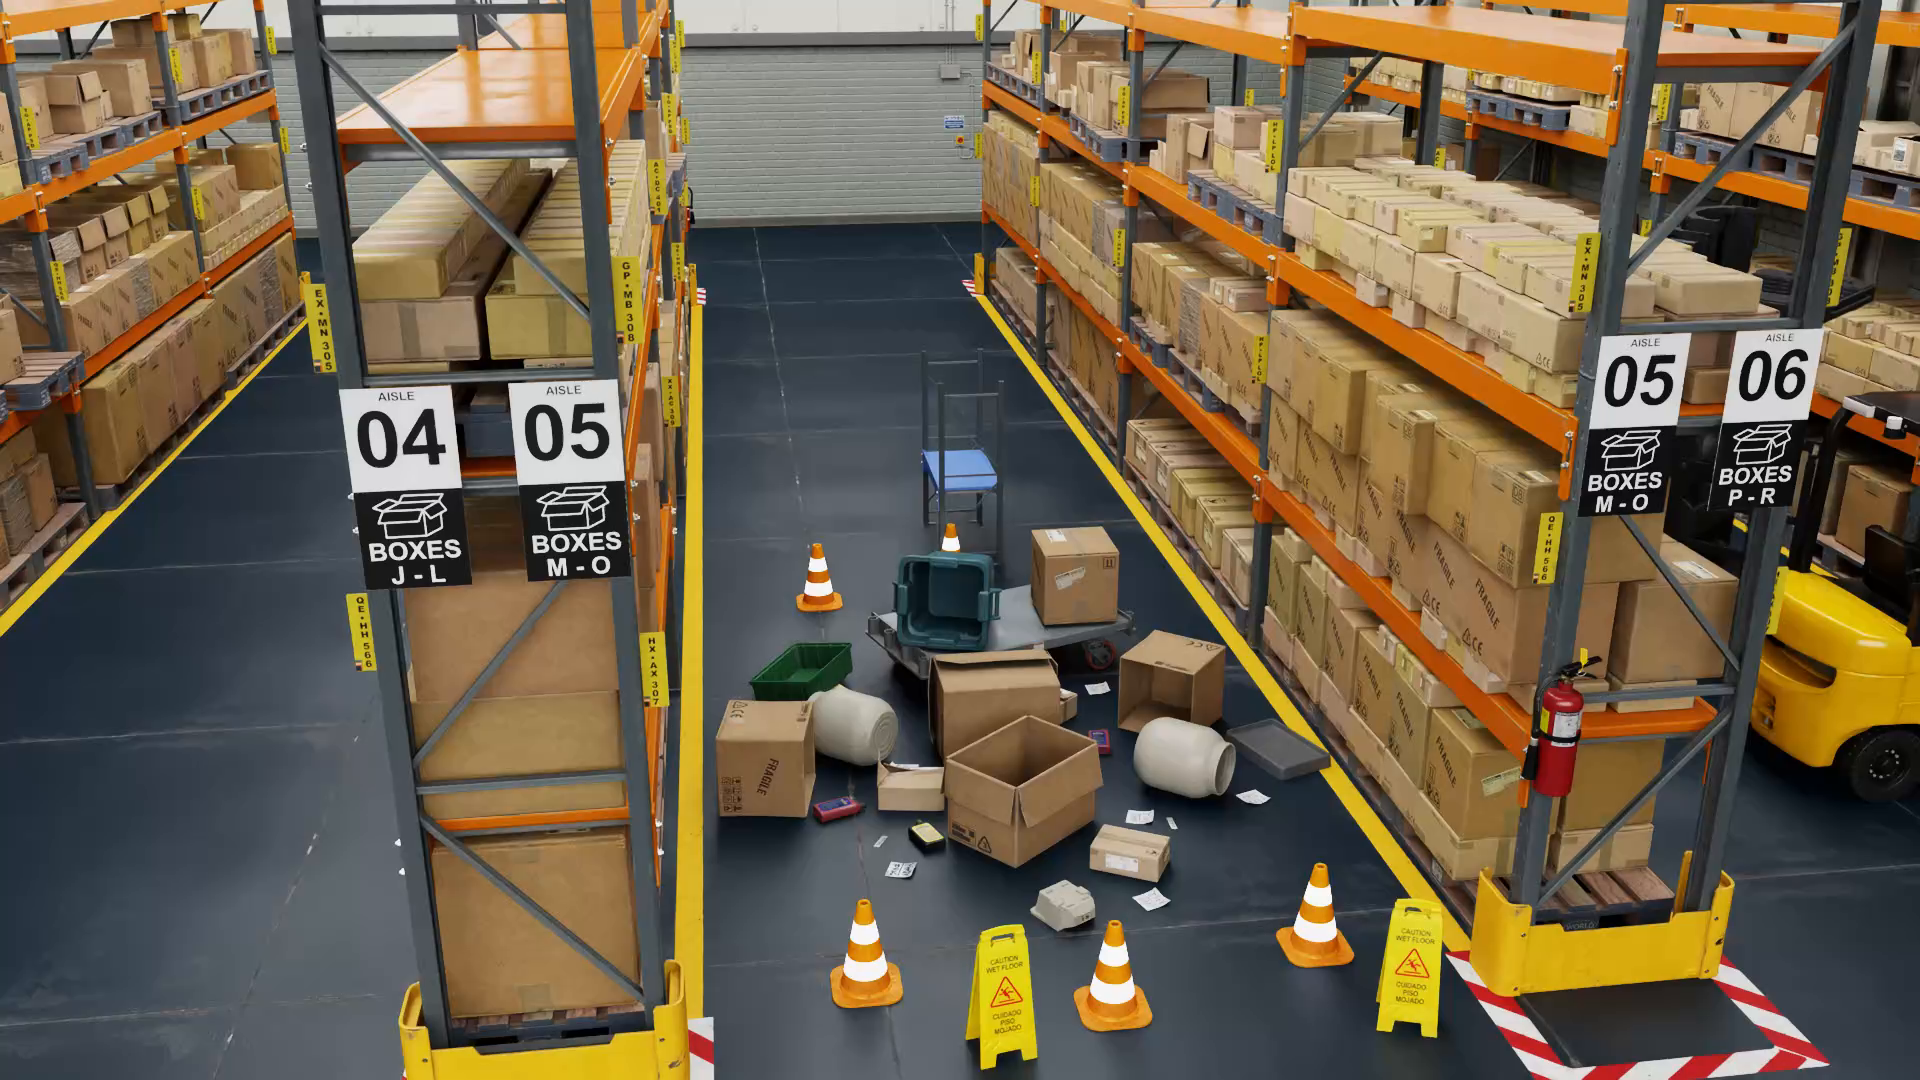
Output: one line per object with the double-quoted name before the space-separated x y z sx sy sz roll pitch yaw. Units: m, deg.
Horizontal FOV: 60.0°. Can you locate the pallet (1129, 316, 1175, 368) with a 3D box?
"pallet" 2.161 -1.733 14.342 1.213 0.211 1.003 -3 21 -8

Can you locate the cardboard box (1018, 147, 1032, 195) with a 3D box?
"cardboard box" 0.970 -4.290 19.342 0.500 0.500 0.500 -3 21 -9

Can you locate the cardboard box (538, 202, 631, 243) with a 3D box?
"cardboard box" -1.657 -1.398 7.360 0.380 0.149 0.250 -3 21 -9

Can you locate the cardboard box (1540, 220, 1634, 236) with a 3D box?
"cardboard box" 3.180 -1.531 8.460 0.380 0.149 0.250 -2 21 -6

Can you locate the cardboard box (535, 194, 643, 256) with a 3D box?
"cardboard box" -1.887 -1.606 8.489 0.500 0.250 0.500 -3 21 -8

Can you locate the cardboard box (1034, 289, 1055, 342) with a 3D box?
"cardboard box" 1.392 -2.668 19.634 0.875 0.438 0.875 -3 21 -9

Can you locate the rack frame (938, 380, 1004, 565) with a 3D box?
"rack frame" 0.086 -0.497 12.903 0.500 1.500 0.032 -3 21 -8

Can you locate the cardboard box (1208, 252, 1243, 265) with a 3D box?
"cardboard box" 2.379 -2.125 13.950 0.500 0.500 0.500 -3 21 -9

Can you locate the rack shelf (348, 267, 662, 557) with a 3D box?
"rack shelf" -2.066 -0.770 8.232 1.077 0.370 4.000 -3 21 -8

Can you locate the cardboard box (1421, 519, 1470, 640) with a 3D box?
"cardboard box" 2.687 0.172 8.400 0.500 0.500 0.500 -3 21 -8

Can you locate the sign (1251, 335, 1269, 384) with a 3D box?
"sign" 1.981 -1.192 10.966 0.100 0.325 0.005 -3 21 -8

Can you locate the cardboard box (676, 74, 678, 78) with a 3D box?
"cardboard box" -3.618 -5.391 19.791 0.500 0.250 0.500 -2 21 -5

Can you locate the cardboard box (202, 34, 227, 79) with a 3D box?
"cardboard box" -8.795 -5.475 18.914 0.700 0.500 0.500 -4 21 -11

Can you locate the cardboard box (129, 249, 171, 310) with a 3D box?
"cardboard box" -7.946 -2.495 15.967 0.500 0.500 0.500 -3 21 -8

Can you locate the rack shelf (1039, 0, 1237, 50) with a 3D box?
"rack shelf" 1.664 -5.042 15.955 1.077 0.370 4.000 -3 21 -8

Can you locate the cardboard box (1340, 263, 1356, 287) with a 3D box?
"cardboard box" 2.456 -1.584 9.741 0.380 0.149 0.250 -2 21 -6

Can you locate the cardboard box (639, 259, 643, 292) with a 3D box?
"cardboard box" -1.765 -1.287 8.204 0.380 0.149 0.250 -3 21 -8

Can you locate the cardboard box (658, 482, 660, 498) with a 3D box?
"cardboard box" -2.289 -0.337 10.118 0.875 0.550 0.550 -3 21 -8

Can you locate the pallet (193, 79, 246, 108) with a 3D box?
"pallet" -8.710 -5.018 18.704 1.003 0.211 1.213 -3 21 -8

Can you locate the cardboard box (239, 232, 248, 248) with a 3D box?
"cardboard box" -8.331 -3.399 18.889 0.380 0.149 0.250 -3 21 -7

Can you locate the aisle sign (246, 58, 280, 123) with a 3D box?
"aisle sign" -8.720 -5.592 20.685 0.394 0.787 0.004 -3 21 -8

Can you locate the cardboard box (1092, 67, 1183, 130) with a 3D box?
"cardboard box" 1.622 -4.046 15.231 0.700 0.500 0.500 -4 21 -10

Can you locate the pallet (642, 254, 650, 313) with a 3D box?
"pallet" -2.247 -1.474 9.216 1.003 0.211 1.213 -3 21 -8

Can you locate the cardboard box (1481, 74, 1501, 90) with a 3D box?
"cardboard box" 5.940 -5.017 18.190 0.380 0.149 0.250 -3 21 -7

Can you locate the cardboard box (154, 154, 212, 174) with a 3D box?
"cardboard box" -9.052 -4.222 19.451 0.500 0.500 0.500 -3 21 -9

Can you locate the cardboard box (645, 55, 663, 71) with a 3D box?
"cardboard box" -3.310 -5.033 17.547 0.380 0.149 0.250 -3 21 -9

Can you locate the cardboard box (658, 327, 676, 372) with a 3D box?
"cardboard box" -2.458 -1.338 12.868 0.500 0.500 0.500 -3 21 -9

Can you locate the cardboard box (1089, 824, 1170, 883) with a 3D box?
"cardboard box" 0.918 1.690 8.979 0.380 0.149 0.250 8 22 20

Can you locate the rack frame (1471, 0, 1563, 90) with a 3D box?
"rack frame" 6.287 -6.511 18.287 1.000 3.000 0.127 -3 21 -8

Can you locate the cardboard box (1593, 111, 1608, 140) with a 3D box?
"cardboard box" 6.477 -3.990 16.039 0.500 0.250 0.500 -3 21 -8

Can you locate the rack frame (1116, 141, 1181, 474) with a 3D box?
"rack frame" 1.953 -2.064 14.955 1.000 3.000 0.127 -3 21 -8

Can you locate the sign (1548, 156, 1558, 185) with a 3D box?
"sign" 6.836 -4.272 19.212 0.100 0.325 0.005 -3 21 -8

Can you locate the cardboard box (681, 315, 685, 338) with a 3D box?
"cardboard box" -3.089 -2.117 16.999 0.500 0.250 0.500 -2 21 -5

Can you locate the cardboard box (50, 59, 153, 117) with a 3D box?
"cardboard box" -8.337 -4.397 16.173 0.700 0.500 0.500 -2 21 -6

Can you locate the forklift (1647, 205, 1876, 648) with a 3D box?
"forklift" 5.483 -0.739 11.507 3.031 2.935 1.130 19 28 41

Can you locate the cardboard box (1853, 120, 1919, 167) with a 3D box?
"cardboard box" 6.985 -3.042 12.670 0.500 0.311 0.500 -4 21 -10

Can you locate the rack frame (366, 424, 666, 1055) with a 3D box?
"rack frame" -1.778 0.991 6.777 1.000 3.000 0.127 -3 21 -8

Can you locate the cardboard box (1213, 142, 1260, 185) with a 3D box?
"cardboard box" 2.161 -2.758 12.139 0.500 0.250 0.500 -3 21 -7

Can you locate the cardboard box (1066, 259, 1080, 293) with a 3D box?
"cardboard box" 1.375 -2.682 16.824 0.500 0.250 0.500 -3 21 -9

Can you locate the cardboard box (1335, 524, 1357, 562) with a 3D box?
"cardboard box" 2.432 0.007 9.768 0.380 0.149 0.250 -3 21 -7

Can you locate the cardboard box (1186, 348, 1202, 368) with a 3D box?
"cardboard box" 2.001 -1.459 13.094 0.380 0.149 0.250 -2 21 -6

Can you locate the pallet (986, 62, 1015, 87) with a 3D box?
"pallet" 0.917 -5.941 21.175 1.003 0.211 1.213 -3 21 -8

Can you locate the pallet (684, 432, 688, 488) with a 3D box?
"pallet" -3.042 -0.744 15.405 1.003 0.211 1.213 -3 21 -8

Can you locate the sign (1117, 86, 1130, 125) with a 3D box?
"sign" 1.402 -3.723 14.258 0.100 0.325 0.005 -3 21 -8

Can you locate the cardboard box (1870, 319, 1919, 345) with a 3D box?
"cardboard box" 7.133 -1.564 12.547 0.380 0.149 0.250 -3 21 -8

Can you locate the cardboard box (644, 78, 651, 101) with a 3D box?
"cardboard box" -2.791 -3.922 14.407 0.396 0.266 0.258 -3 21 -8

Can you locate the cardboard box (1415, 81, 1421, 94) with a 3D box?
"cardboard box" 5.798 -5.542 20.340 0.380 0.149 0.250 -3 21 -7

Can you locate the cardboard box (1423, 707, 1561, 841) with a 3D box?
"cardboard box" 2.732 1.182 8.523 0.500 0.500 0.500 -3 21 -7

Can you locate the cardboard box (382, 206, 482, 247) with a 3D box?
"cardboard box" -2.307 -1.365 7.272 0.380 0.149 0.250 -3 21 -8

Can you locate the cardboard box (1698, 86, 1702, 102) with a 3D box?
"cardboard box" 7.085 -4.118 15.387 0.380 0.149 0.250 -4 21 -10

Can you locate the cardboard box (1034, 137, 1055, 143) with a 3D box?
"cardboard box" 1.060 -4.542 19.091 0.380 0.149 0.250 -3 21 -8

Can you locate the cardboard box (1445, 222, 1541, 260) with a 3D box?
"cardboard box" 2.685 -1.503 8.386 0.380 0.149 0.250 -4 21 -9

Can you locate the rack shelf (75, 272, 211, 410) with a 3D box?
"rack shelf" -8.142 -1.920 15.597 1.077 0.370 4.000 -3 21 -8

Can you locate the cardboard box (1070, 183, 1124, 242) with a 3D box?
"cardboard box" 1.406 -3.270 16.612 0.500 0.500 0.500 -3 21 -9

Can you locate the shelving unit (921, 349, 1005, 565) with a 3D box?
"shelving unit" 0.012 -0.673 13.375 0.538 1.500 1.048 -3 21 -8

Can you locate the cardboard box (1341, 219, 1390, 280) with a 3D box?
"cardboard box" 2.465 -1.635 9.308 0.500 0.250 0.500 -3 21 -7
